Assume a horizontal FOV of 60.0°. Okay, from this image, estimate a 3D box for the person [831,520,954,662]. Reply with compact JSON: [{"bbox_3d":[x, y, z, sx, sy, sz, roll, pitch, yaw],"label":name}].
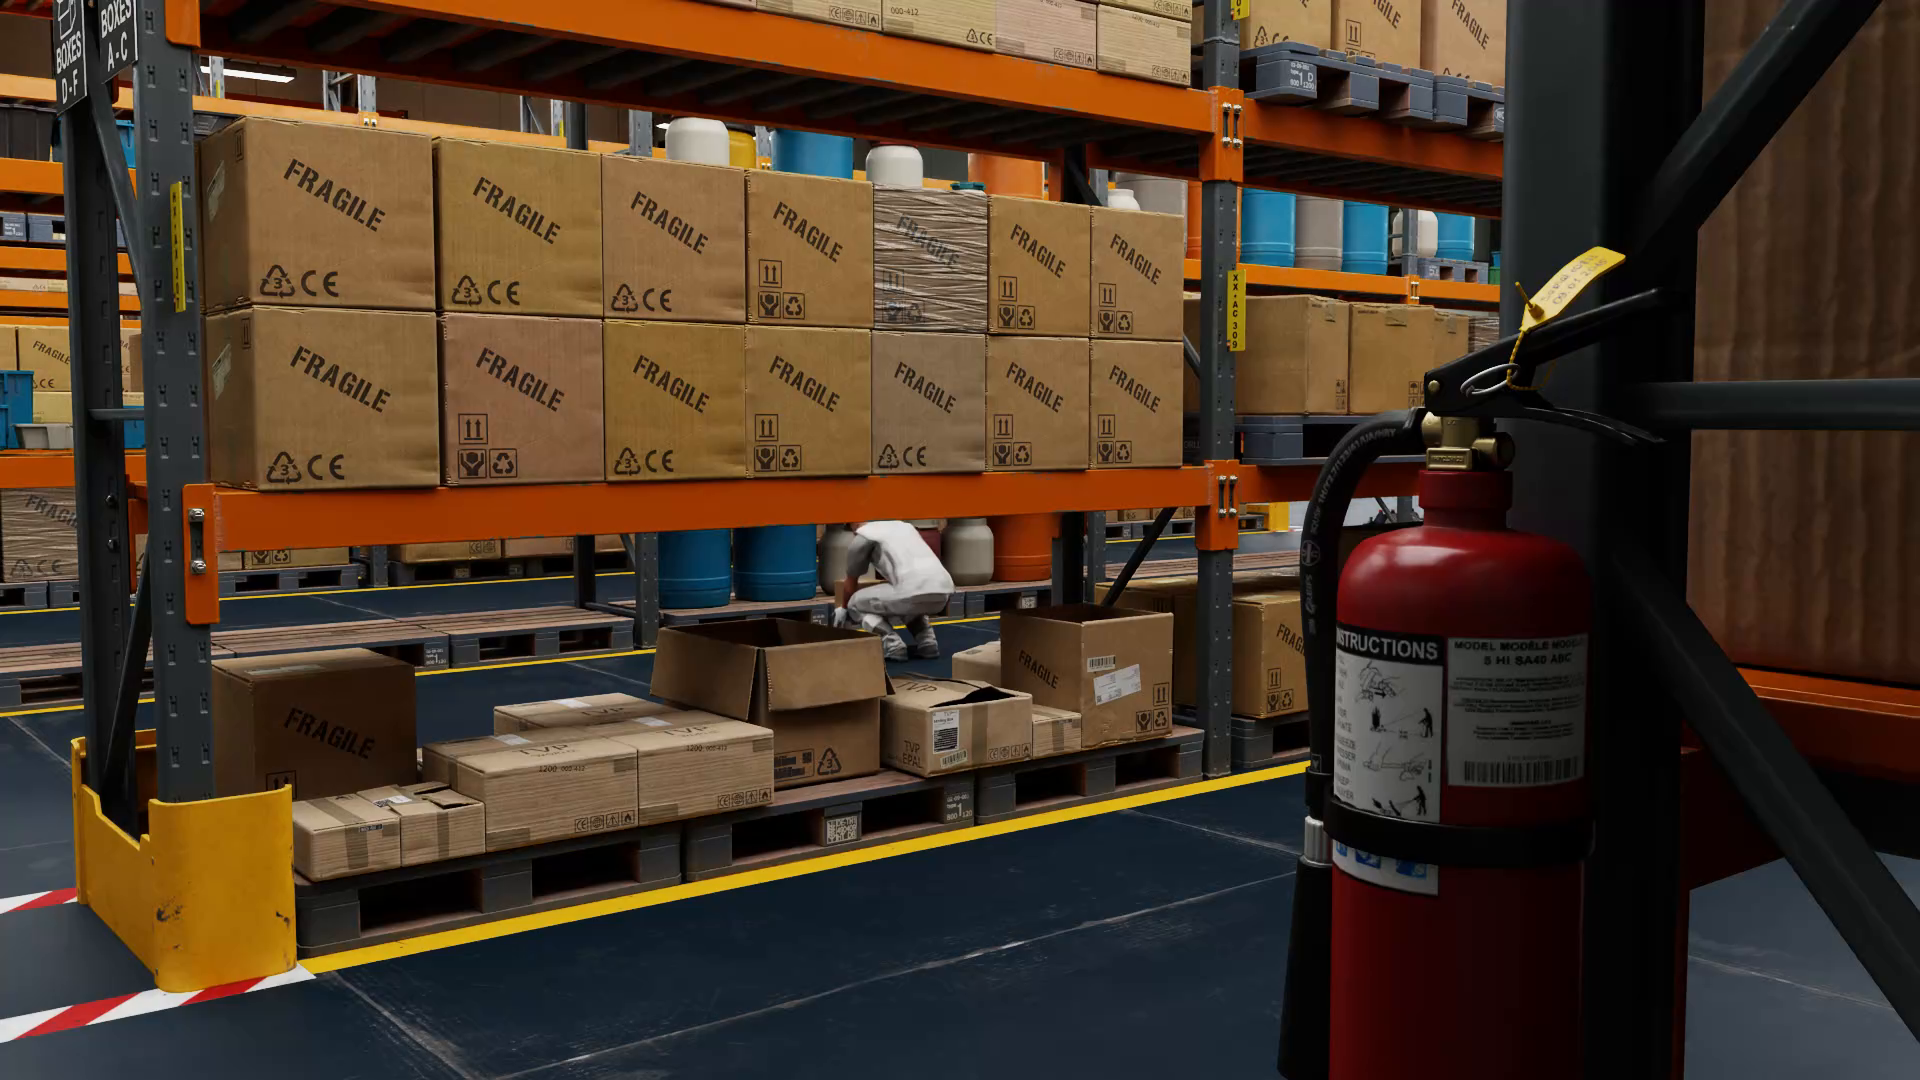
[{"bbox_3d":[-0.437,0.239,10.460,0.552,0.998,0.881,-3,5,-39],"label":"person"}]
